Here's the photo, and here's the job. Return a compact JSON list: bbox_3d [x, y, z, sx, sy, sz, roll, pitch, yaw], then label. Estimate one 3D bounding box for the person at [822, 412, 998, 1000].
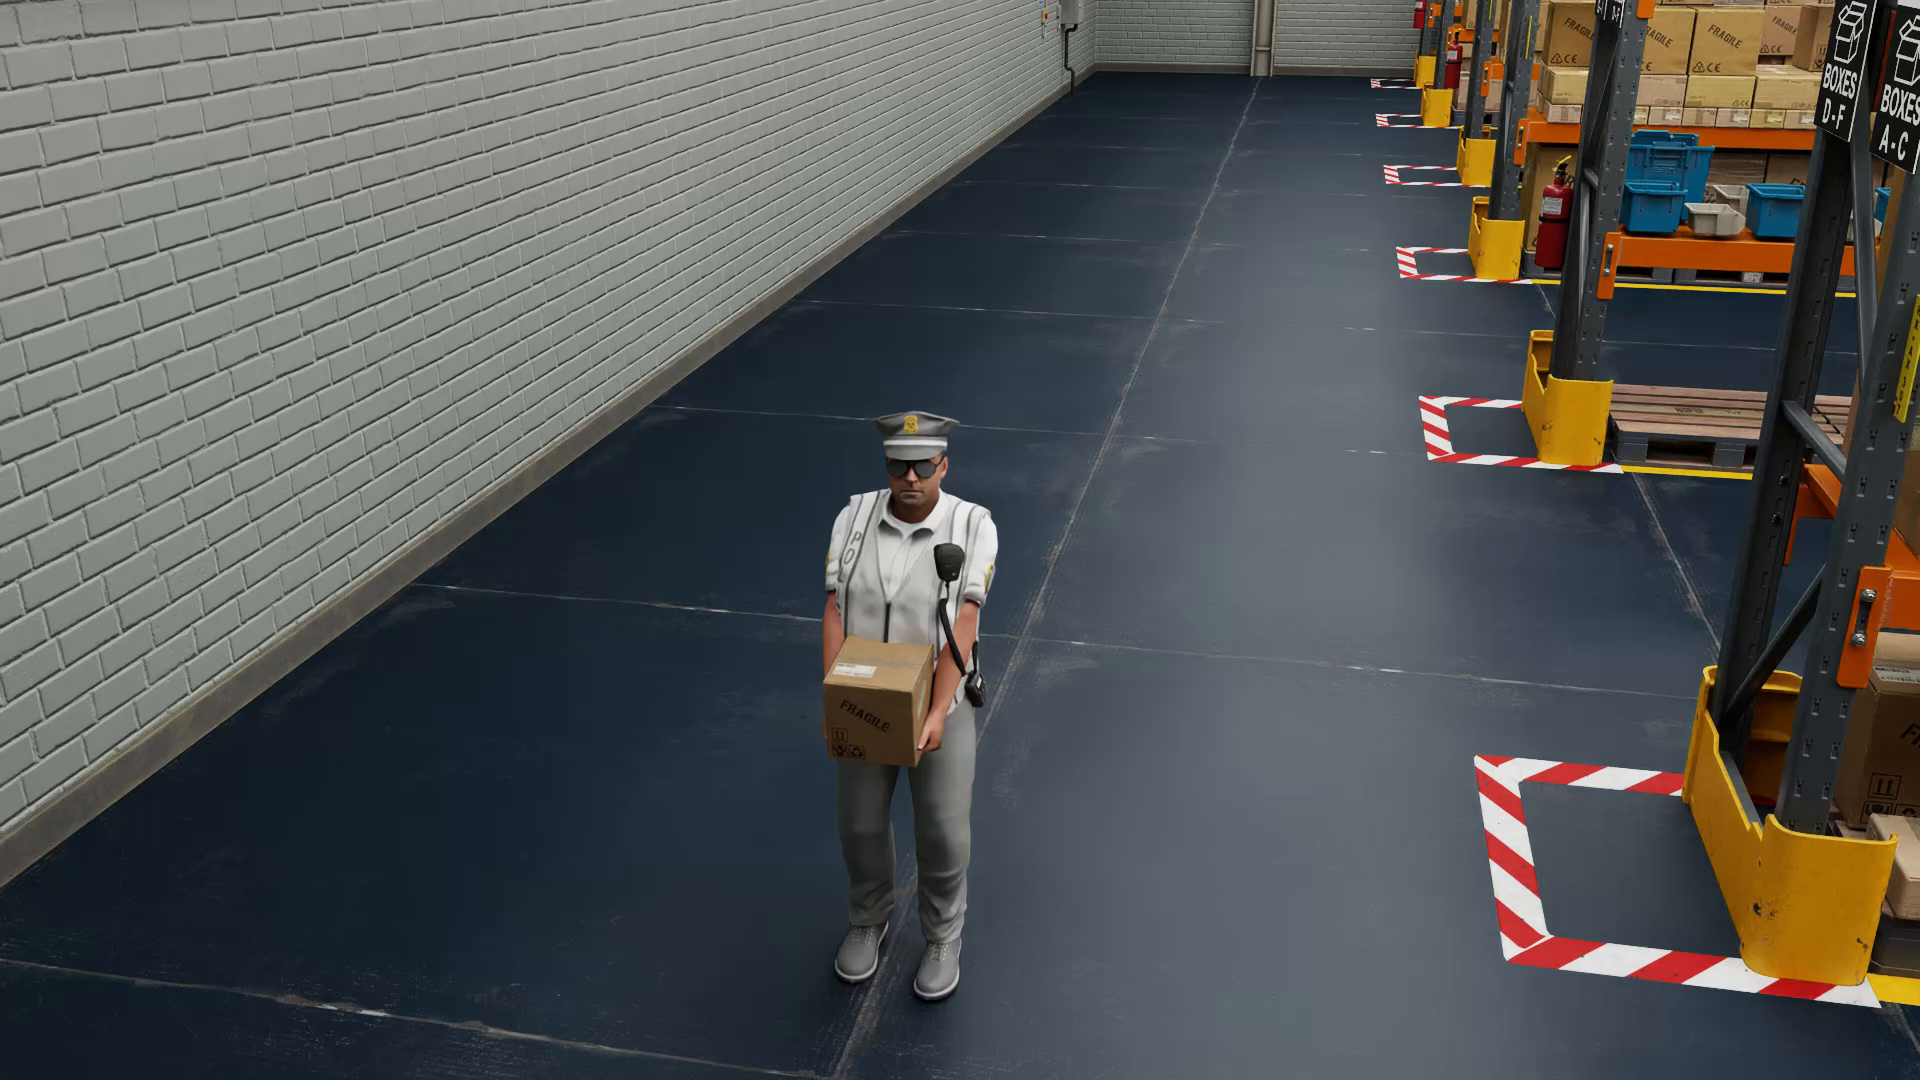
[{"bbox_3d":[-0.161,0.495,4.794,0.493,1.769,0.564,5,22,12],"label":"person"}]
